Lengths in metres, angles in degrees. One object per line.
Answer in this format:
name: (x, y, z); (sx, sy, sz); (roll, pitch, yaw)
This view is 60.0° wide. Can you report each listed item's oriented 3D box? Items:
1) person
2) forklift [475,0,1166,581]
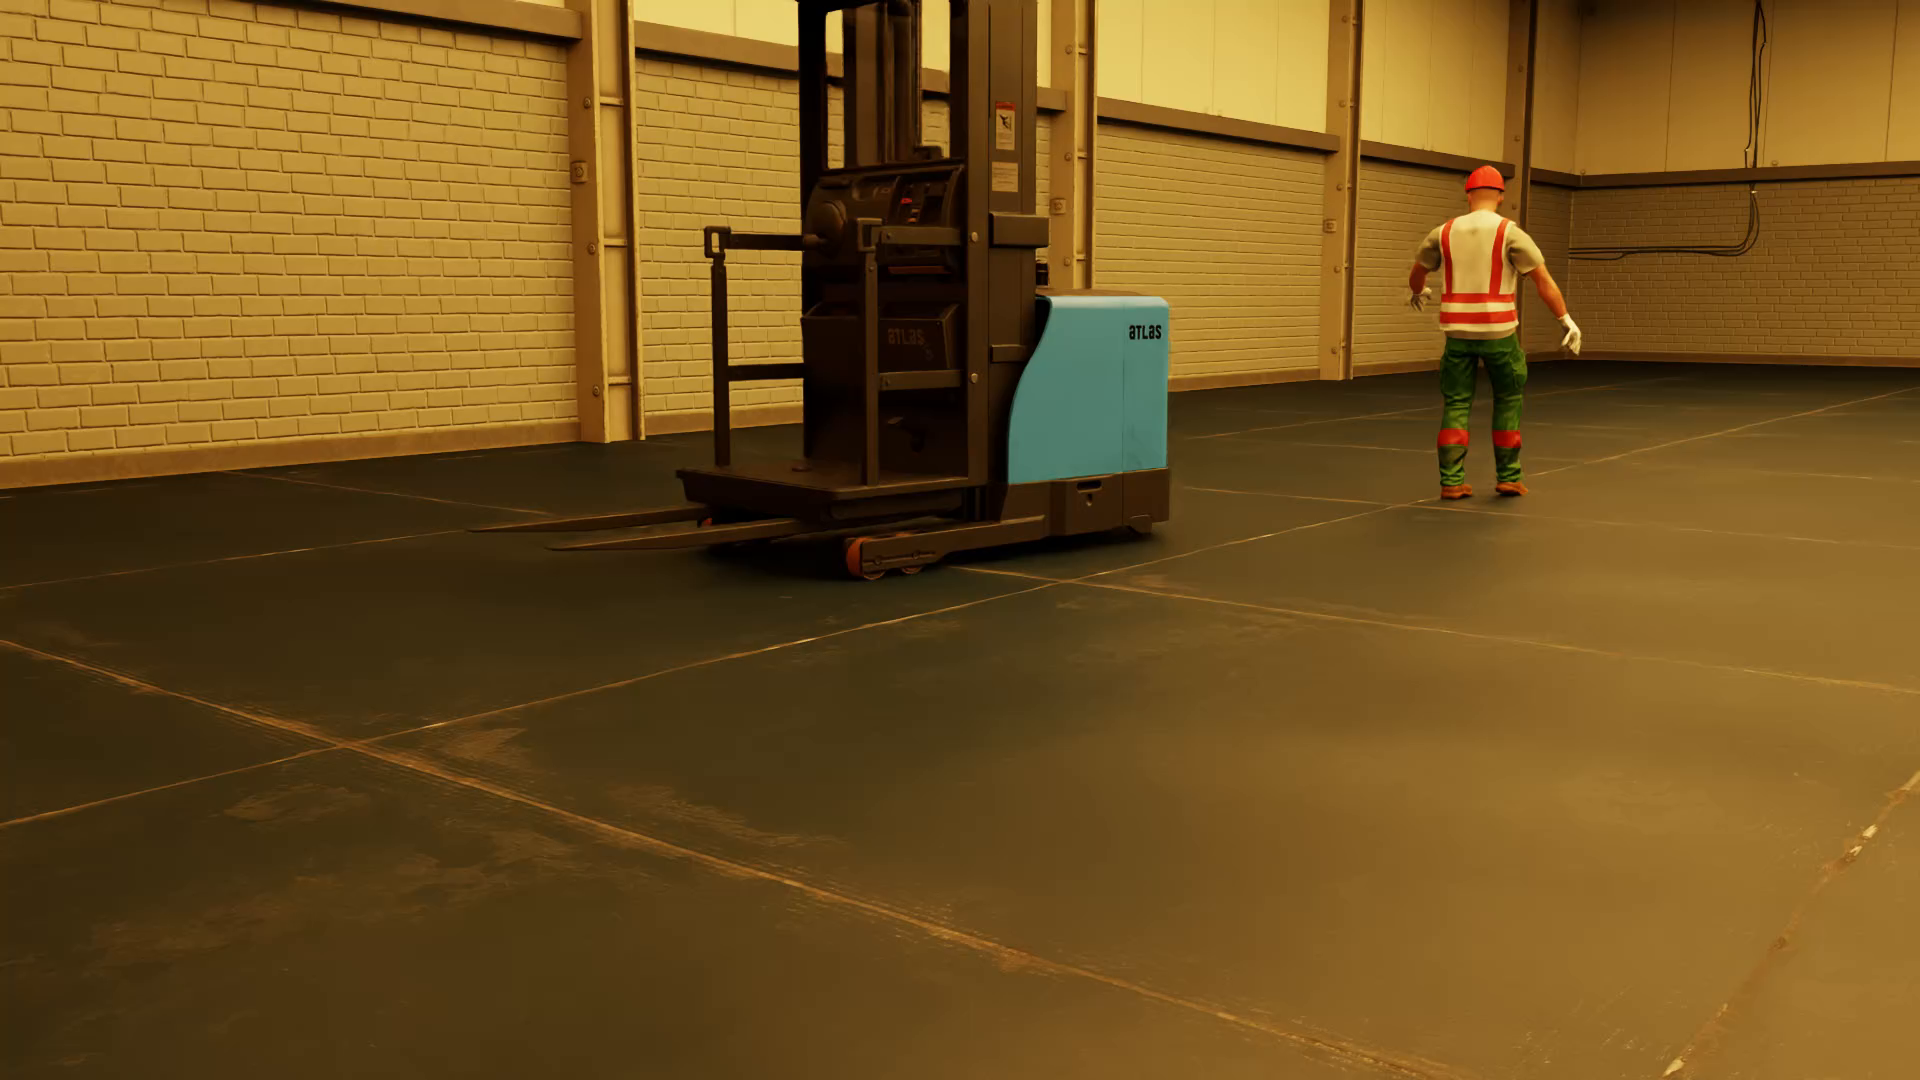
person: (2.884, -1.104, 8.982); (1.031, 1.781, 0.698); (6, 10, 36)
forklift: (-0.462, -1.378, 6.702); (3.031, 2.935, 1.130); (-8, 12, -44)
